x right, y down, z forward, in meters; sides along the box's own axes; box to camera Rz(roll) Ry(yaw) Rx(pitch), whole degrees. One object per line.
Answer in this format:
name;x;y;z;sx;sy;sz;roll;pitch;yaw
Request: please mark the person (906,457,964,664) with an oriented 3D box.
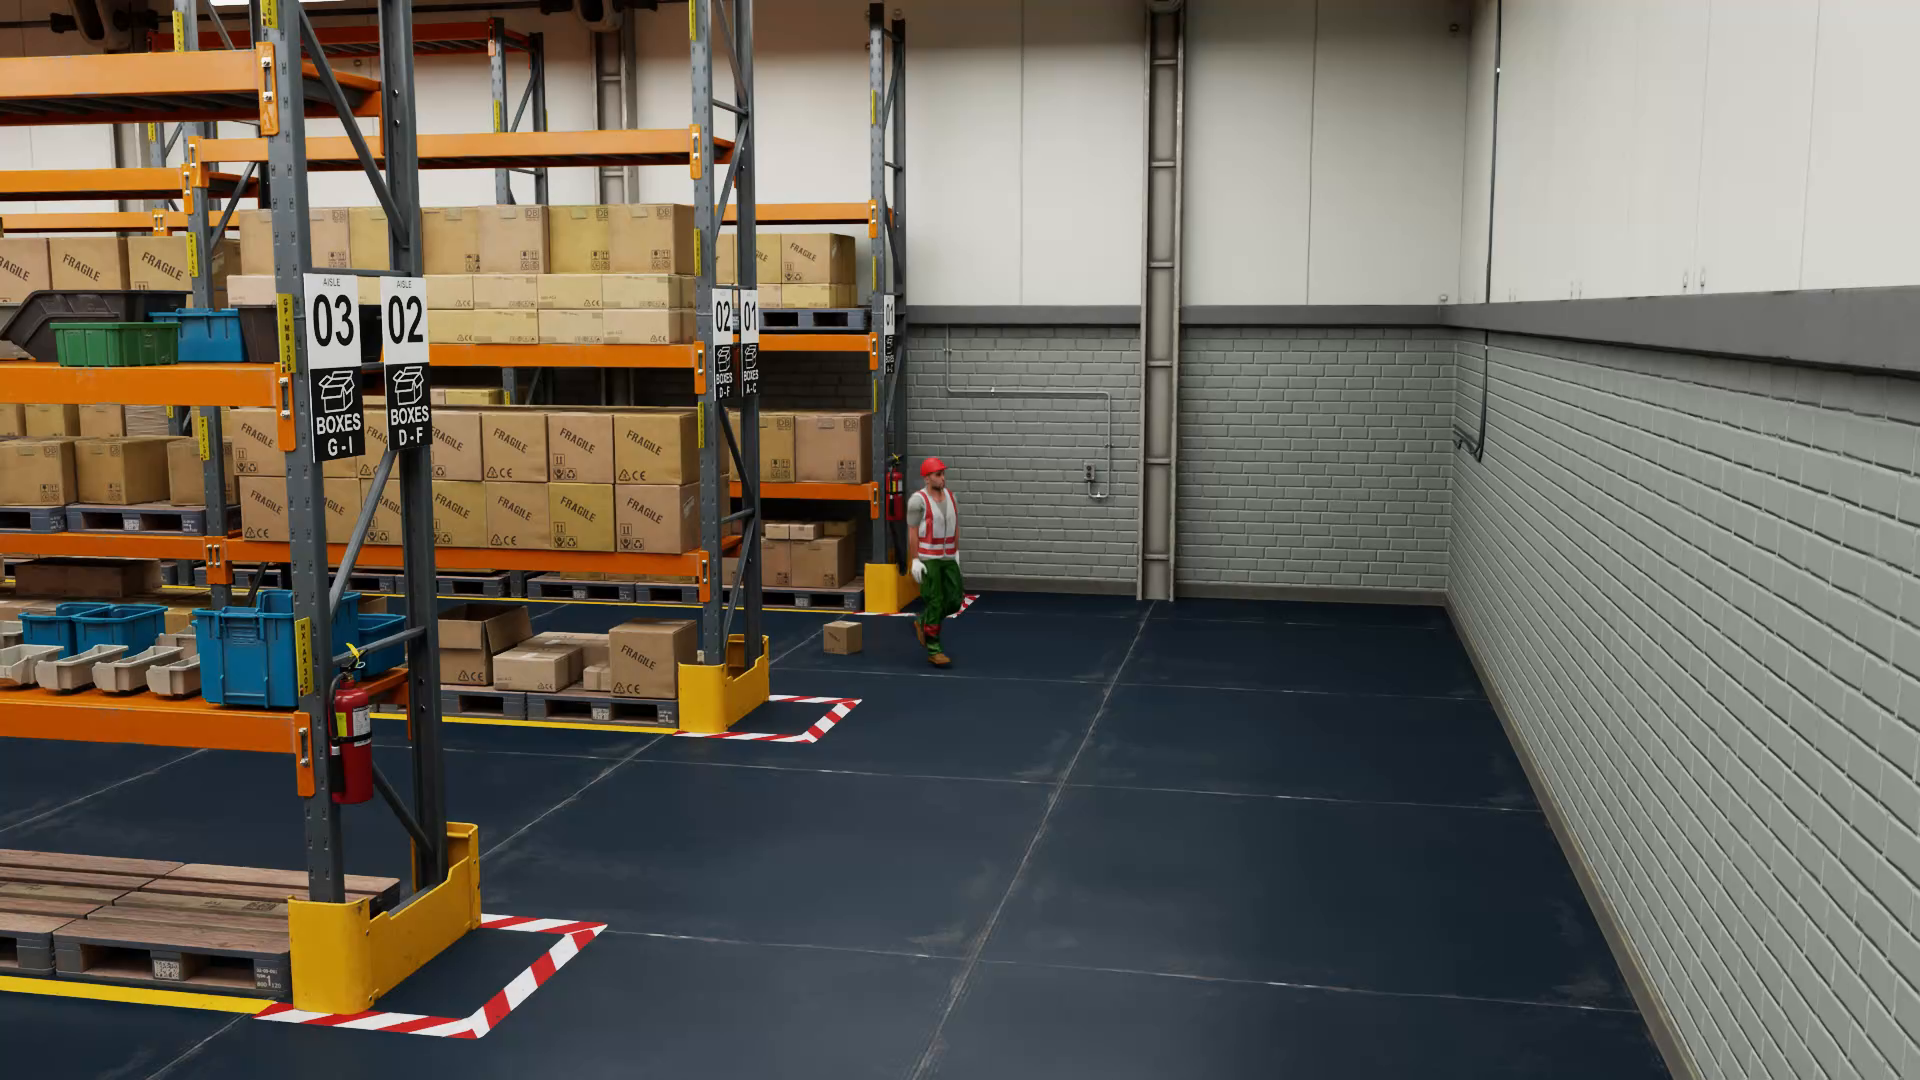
person;-0.242;0.164;14.378;0.548;1.779;0.636;-6;10;-38
